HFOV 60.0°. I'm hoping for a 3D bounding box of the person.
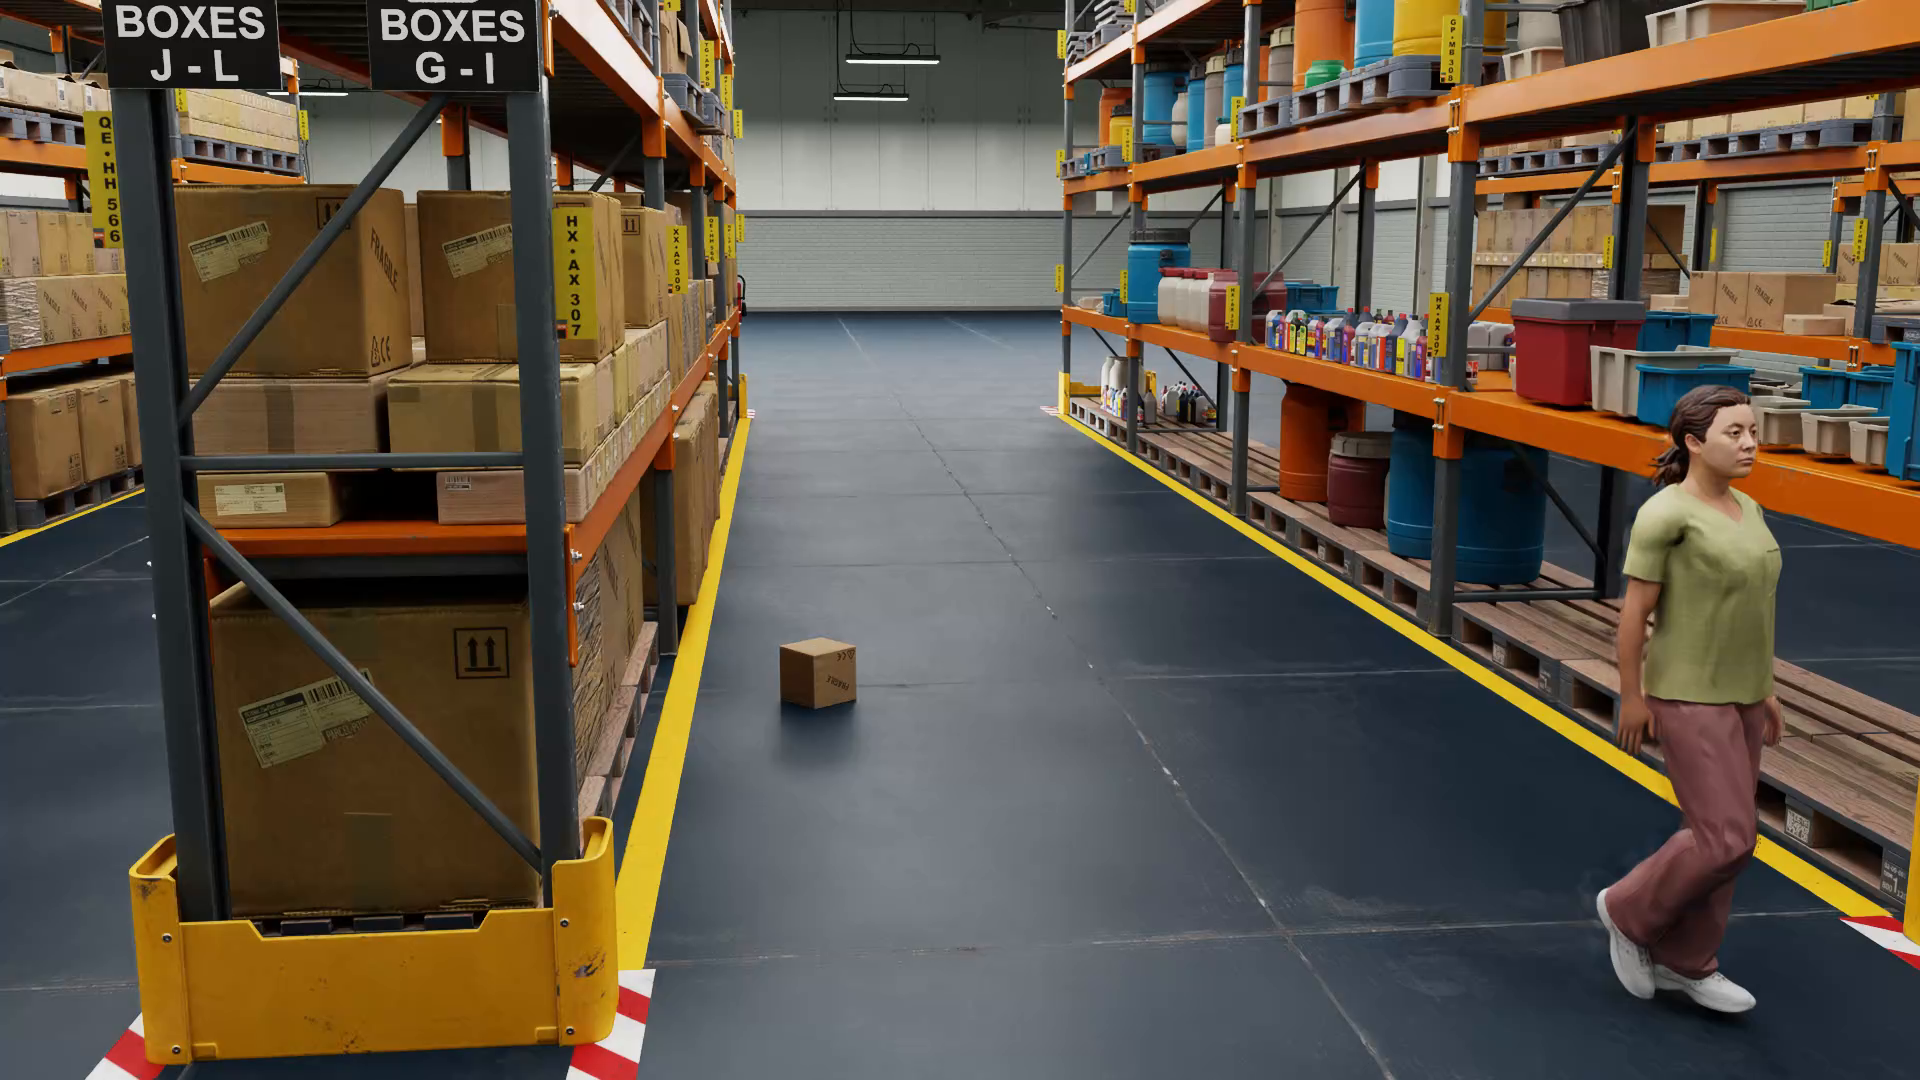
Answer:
[{"bbox_3d":[1.967,0.425,4.368,0.469,1.663,0.463,-6,12,-31],"label":"person"}]
